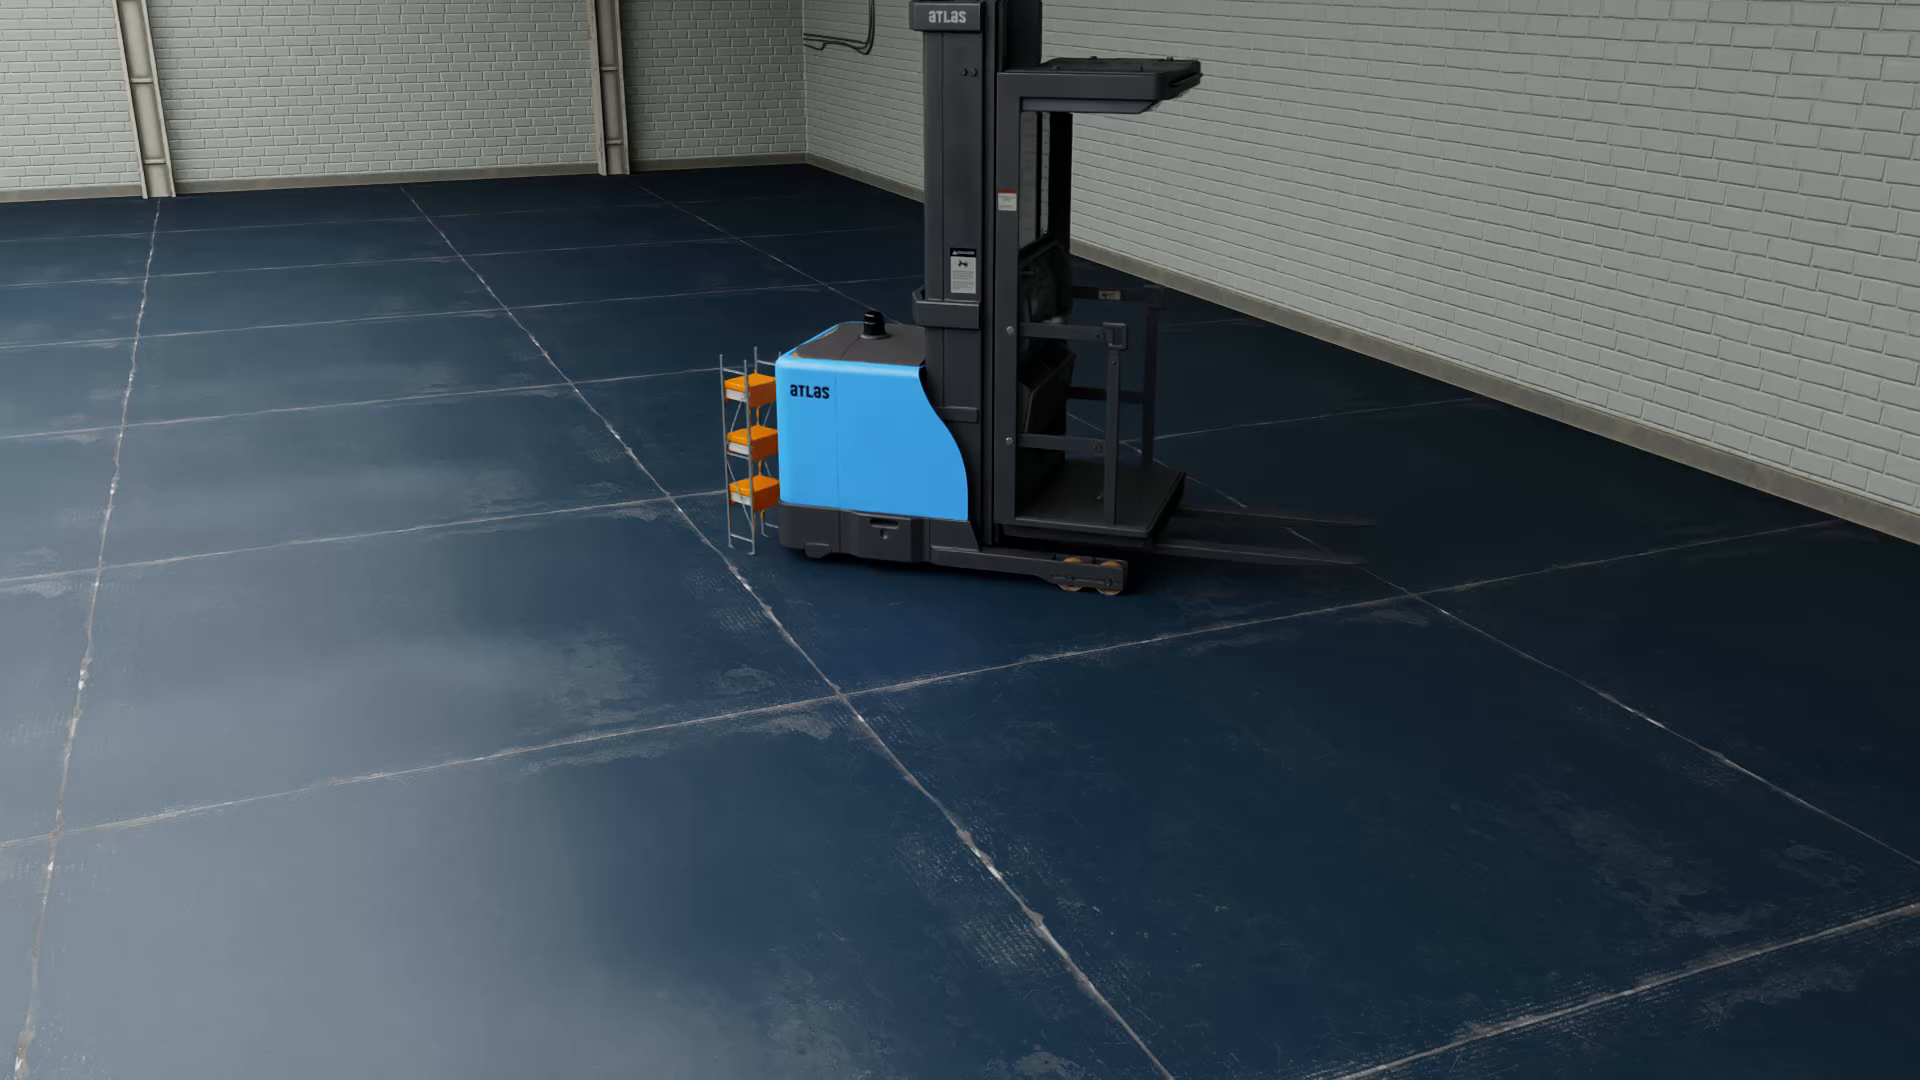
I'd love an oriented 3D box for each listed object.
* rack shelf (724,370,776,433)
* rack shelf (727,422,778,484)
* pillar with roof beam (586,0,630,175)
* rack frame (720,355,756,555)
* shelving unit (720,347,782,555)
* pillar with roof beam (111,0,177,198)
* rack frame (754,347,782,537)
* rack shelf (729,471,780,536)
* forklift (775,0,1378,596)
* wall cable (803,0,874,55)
[{"bbox_3d":[-1.082,-0.727,8.684,0.215,0.259,0.240,16,25,37],"label":"rack shelf"},{"bbox_3d":[-1.082,-0.460,8.778,0.215,0.259,0.240,16,25,37],"label":"rack shelf"},{"bbox_3d":[-3.308,-8.246,18.891,0.400,9.000,9.100,-8,21,-22],"label":"pillar with roof beam"},{"bbox_3d":[-1.160,-0.438,8.687,0.200,1.050,0.008,16,25,37],"label":"rack frame"},{"bbox_3d":[-1.082,-0.470,8.775,0.215,1.050,0.252,16,25,37],"label":"shelving unit"},{"bbox_3d":[-8.817,-7.456,16.650,0.400,9.000,9.100,-8,21,-22],"label":"pillar with roof beam"},{"bbox_3d":[-1.004,-0.501,8.863,0.200,1.050,0.008,16,25,37],"label":"rack frame"},{"bbox_3d":[-1.082,-0.197,8.871,0.215,0.259,0.240,16,25,37],"label":"rack shelf"},{"bbox_3d":[0.620,-1.304,8.311,3.031,2.935,1.130,6,20,16],"label":"forklift"},{"bbox_3d":[-1.784,-8.078,23.091,0.112,2.526,3.097,-8,21,-22],"label":"wall cable"}]
